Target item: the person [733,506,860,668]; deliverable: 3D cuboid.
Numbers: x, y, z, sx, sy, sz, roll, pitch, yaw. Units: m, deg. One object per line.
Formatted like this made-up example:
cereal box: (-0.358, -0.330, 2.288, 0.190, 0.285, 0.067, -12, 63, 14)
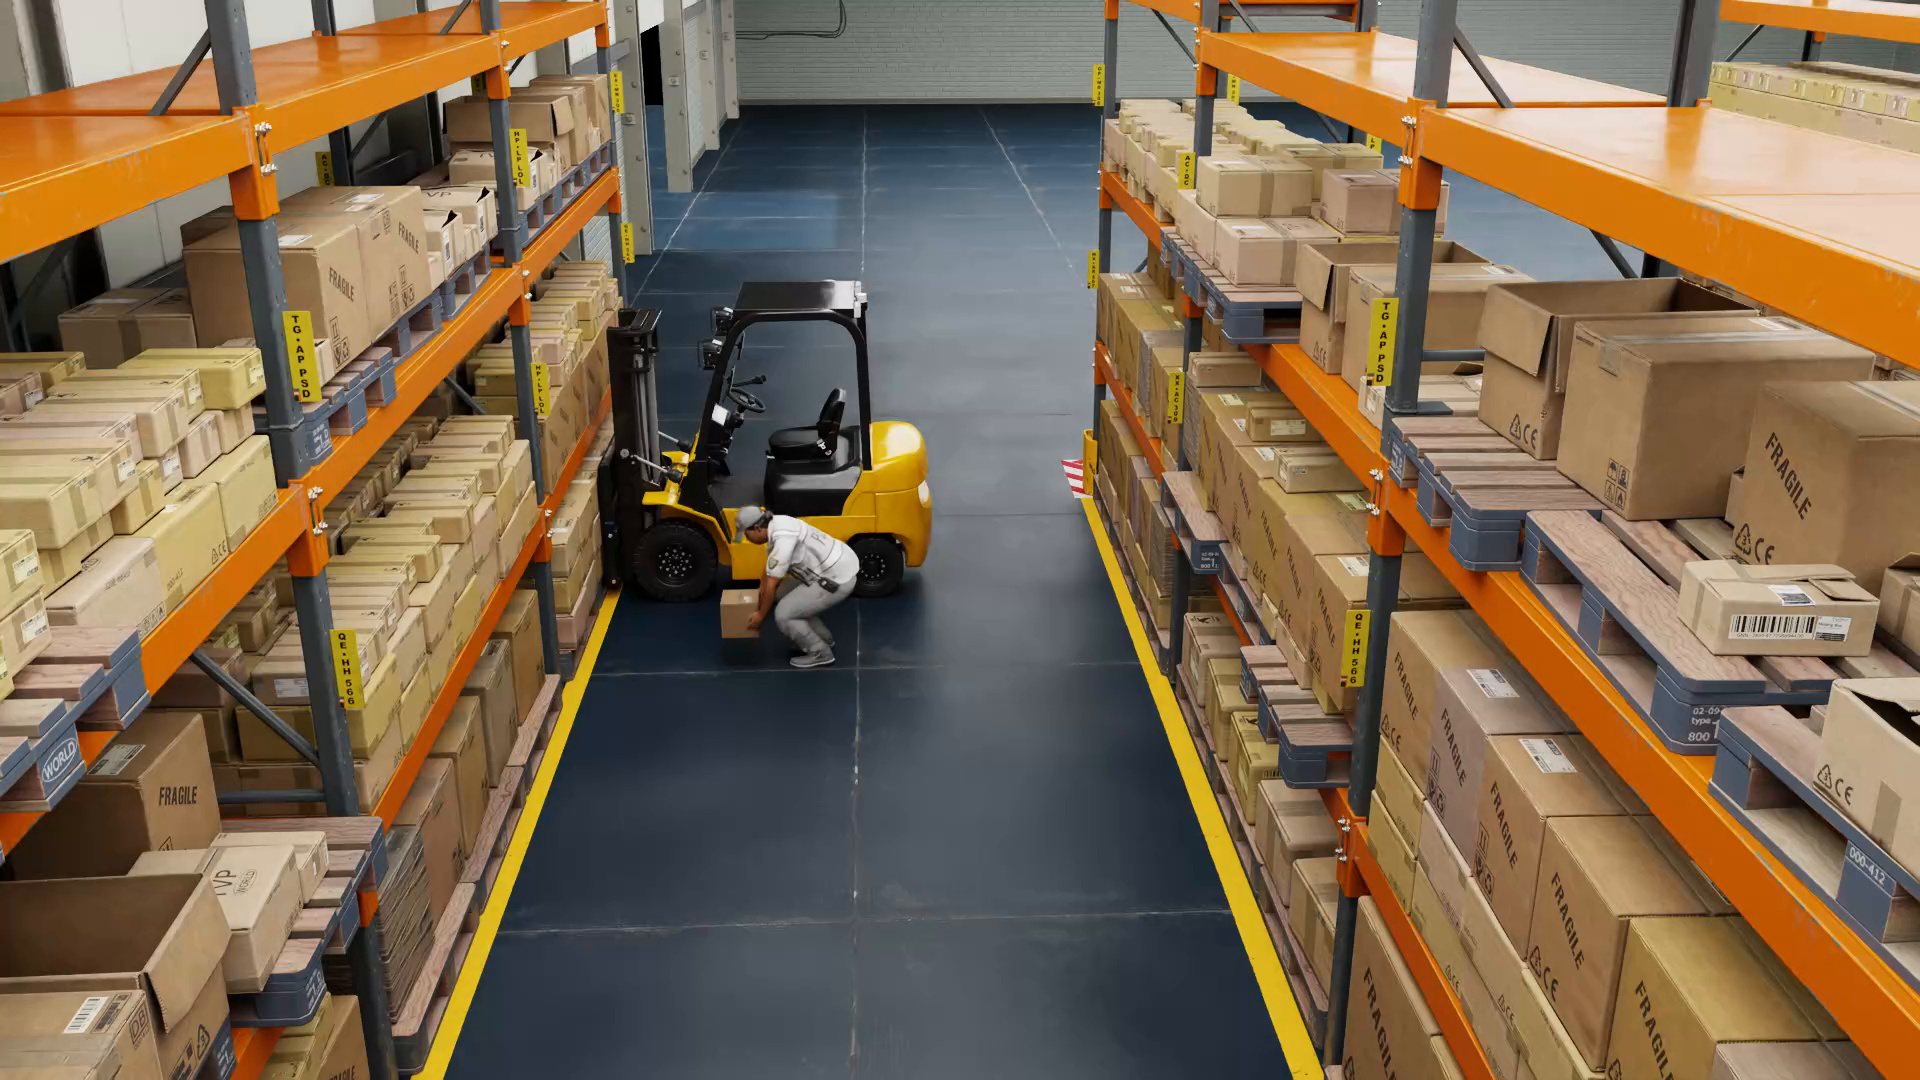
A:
person: (-1.084, 0.287, 11.113, 0.827, 1.108, 0.537, -1, 21, -3)
